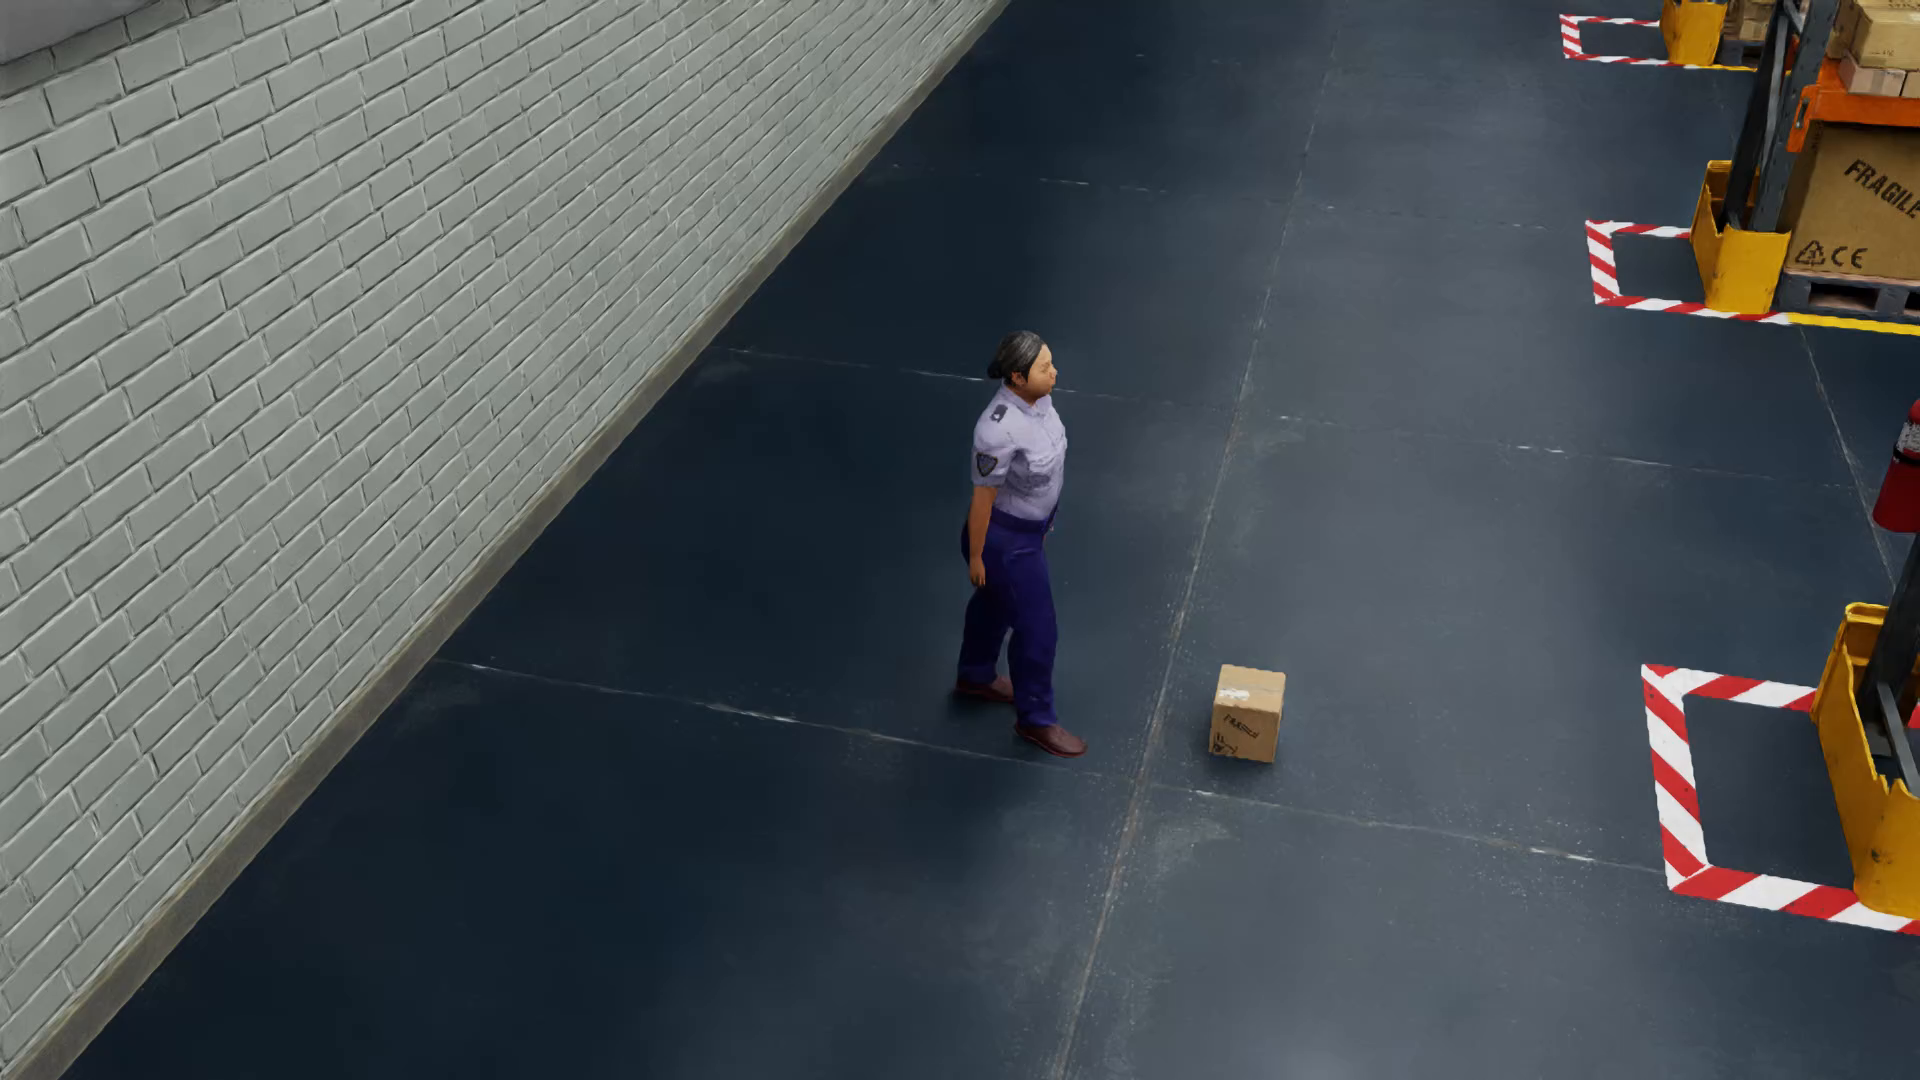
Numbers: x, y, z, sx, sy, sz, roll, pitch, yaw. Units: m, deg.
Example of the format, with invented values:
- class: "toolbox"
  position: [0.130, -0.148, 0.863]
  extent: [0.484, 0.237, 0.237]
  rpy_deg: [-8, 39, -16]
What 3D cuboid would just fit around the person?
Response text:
- class: "person"
  position: [0.253, -0.012, 6.177]
  extent: [0.587, 1.667, 0.496]
  rpy_deg: [8, 34, 12]
